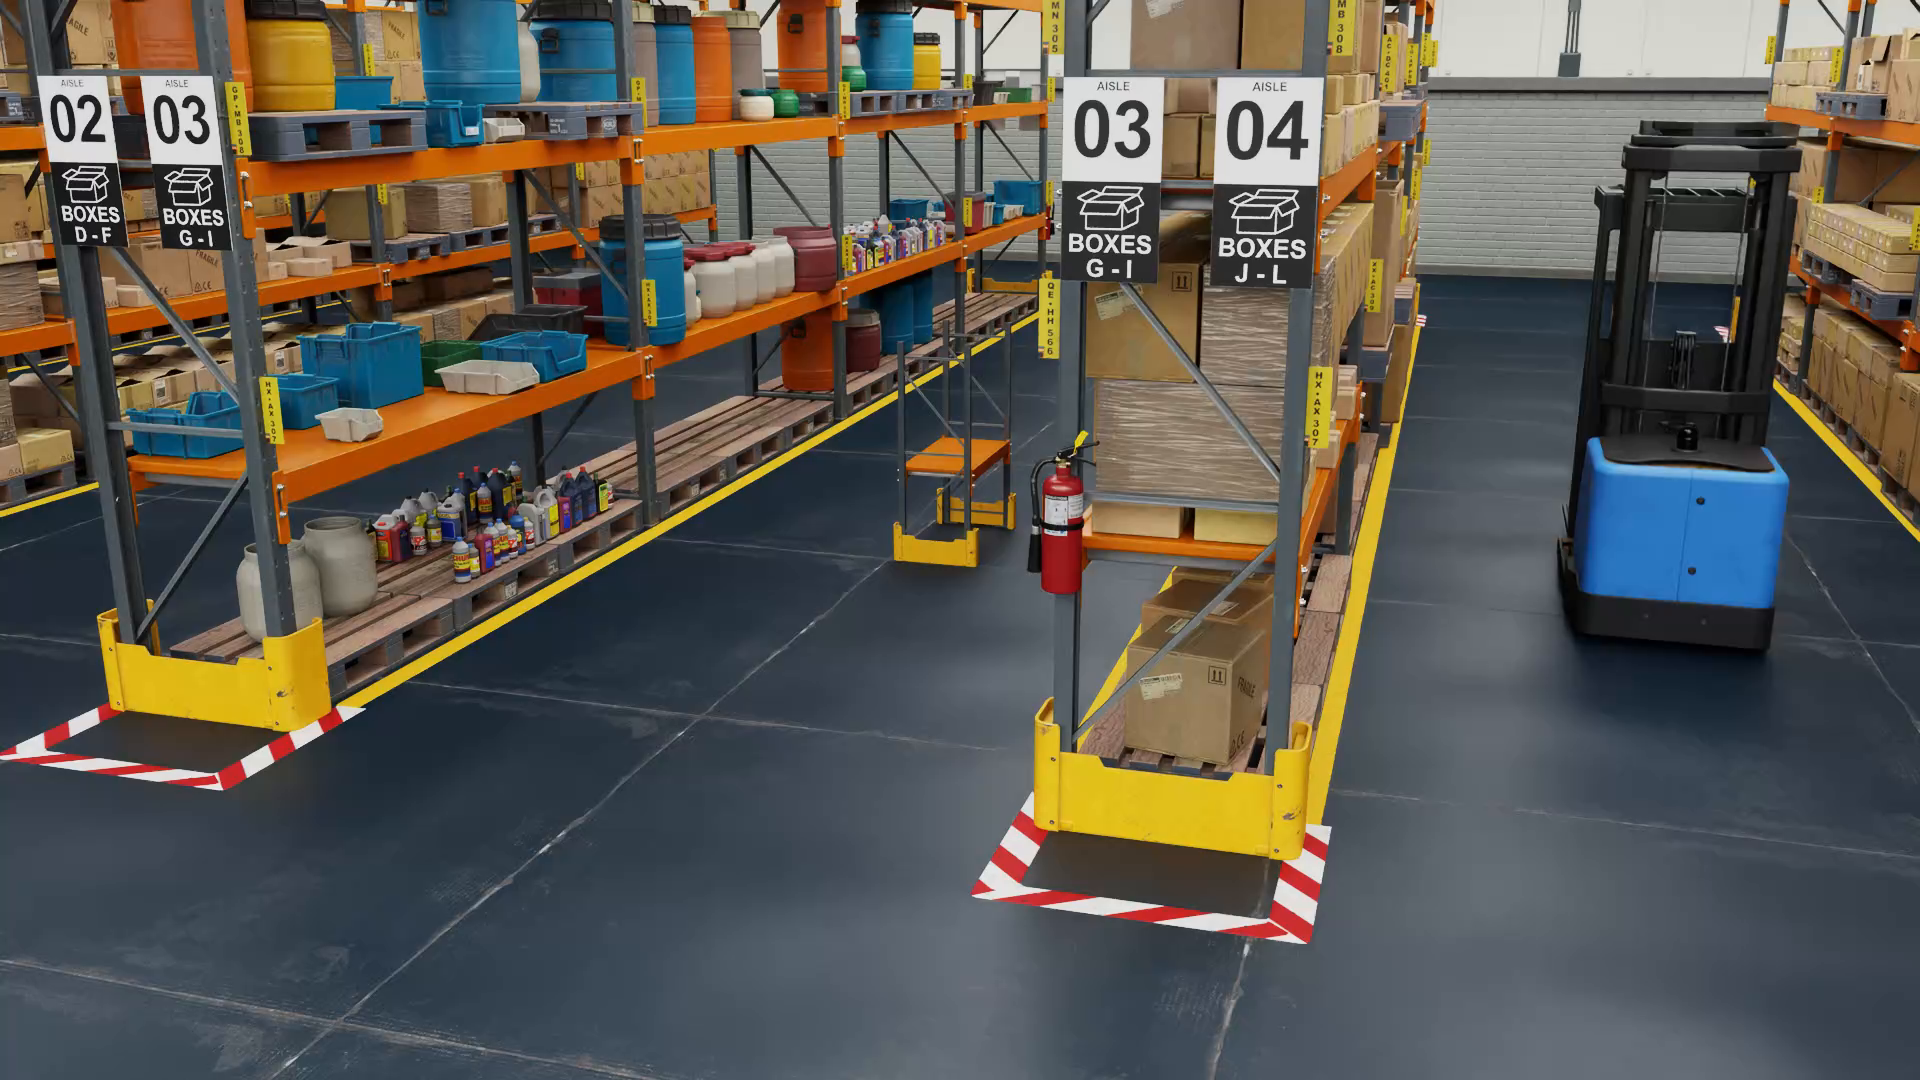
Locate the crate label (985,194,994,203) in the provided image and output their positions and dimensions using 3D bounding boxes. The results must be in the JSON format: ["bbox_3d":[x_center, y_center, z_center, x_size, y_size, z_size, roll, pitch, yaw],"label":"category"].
[{"bbox_3d":[0.312,-4.631,22.856,0.416,0.233,0.303,5,16,16],"label":"crate label"}]

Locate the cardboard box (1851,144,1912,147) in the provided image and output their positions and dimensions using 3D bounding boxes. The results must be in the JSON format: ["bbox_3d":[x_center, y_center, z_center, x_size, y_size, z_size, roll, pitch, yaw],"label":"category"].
[{"bbox_3d":[9.704,-3.918,17.584,0.500,0.500,0.500,5,17,17],"label":"cardboard box"}]

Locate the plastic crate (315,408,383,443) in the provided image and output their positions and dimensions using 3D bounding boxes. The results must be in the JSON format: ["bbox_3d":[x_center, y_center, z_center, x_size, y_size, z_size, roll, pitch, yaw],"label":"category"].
[{"bbox_3d":[-3.286,-0.618,8.994,0.298,0.136,0.250,5,16,16],"label":"plastic crate"}]

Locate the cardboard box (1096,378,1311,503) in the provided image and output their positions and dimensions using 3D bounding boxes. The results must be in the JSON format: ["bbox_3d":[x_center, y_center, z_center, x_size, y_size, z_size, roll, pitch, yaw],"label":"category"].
[{"bbox_3d":[1.082,-0.485,7.312,0.875,0.500,0.500,5,16,16],"label":"cardboard box"}]

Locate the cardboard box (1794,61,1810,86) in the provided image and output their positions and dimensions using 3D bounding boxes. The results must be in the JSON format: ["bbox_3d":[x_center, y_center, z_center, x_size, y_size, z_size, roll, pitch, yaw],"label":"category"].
[{"bbox_3d":[9.355,-5.043,17.973,0.500,0.250,0.500,4,16,14],"label":"cardboard box"}]

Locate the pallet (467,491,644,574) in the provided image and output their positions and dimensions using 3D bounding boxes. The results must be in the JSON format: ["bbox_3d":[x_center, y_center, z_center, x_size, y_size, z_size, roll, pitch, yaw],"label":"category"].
[{"bbox_3d":[-2.943,-0.068,11.683,1.003,0.211,1.213,5,16,16],"label":"pallet"}]

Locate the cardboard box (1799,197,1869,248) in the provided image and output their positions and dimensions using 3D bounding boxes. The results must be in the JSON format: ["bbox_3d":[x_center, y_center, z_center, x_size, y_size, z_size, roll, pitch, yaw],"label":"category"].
[{"bbox_3d":[8.903,-3.220,16.955,0.500,0.500,0.500,5,16,16],"label":"cardboard box"}]

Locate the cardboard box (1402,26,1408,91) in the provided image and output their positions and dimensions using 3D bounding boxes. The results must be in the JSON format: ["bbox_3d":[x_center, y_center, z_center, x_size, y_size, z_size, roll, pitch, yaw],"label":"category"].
[{"bbox_3d":[3.277,-3.832,13.246,0.500,0.500,0.500,5,17,17],"label":"cardboard box"}]

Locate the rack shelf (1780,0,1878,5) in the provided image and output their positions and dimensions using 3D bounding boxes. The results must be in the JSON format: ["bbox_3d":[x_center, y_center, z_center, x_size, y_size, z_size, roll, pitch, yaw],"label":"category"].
[{"bbox_3d":[9.605,-5.942,17.611,1.077,0.370,4.000,5,16,16],"label":"rack shelf"}]

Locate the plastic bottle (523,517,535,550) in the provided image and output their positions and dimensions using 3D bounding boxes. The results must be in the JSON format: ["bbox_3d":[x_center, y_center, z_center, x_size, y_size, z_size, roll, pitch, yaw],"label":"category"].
[{"bbox_3d":[-2.823,-0.047,10.819,0.097,0.201,0.097,0,16,0],"label":"plastic bottle"}]

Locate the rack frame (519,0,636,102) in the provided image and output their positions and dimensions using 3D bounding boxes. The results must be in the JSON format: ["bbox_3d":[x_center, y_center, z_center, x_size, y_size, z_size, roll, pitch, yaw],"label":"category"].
[{"bbox_3d":[-2.712,-4.468,11.092,1.000,3.000,0.127,5,16,16],"label":"rack frame"}]

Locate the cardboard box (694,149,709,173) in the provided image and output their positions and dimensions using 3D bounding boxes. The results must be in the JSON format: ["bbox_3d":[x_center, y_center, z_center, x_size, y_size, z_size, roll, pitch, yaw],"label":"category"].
[{"bbox_3d":[-3.913,-5.498,23.701,0.500,0.500,0.500,4,16,15],"label":"cardboard box"}]

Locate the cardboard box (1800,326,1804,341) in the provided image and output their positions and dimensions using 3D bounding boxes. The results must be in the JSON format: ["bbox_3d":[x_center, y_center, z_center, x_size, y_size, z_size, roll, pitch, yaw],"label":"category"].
[{"bbox_3d":[8.888,-2.110,17.136,0.380,0.149,0.250,5,17,17],"label":"cardboard box"}]

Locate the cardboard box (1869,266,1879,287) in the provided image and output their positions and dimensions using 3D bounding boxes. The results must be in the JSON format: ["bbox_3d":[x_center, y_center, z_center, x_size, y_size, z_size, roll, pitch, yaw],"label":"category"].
[{"bbox_3d":[7.672,-2.144,13.583,0.380,0.149,0.250,5,16,16],"label":"cardboard box"}]

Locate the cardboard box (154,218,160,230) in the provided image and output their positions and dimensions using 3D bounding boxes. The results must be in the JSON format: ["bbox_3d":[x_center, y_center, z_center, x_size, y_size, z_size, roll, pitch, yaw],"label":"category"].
[{"bbox_3d":[-10.080,-3.957,20.707,0.380,0.149,0.250,5,16,16],"label":"cardboard box"}]

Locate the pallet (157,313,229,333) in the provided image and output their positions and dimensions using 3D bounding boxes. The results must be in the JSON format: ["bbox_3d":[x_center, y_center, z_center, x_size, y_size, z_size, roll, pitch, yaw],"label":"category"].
[{"bbox_3d":[-10.085,-2.894,21.646,1.003,0.211,1.213,5,16,16],"label":"pallet"}]

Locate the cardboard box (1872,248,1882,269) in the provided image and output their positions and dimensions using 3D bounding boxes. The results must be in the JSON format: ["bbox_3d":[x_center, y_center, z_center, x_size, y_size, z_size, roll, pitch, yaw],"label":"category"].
[{"bbox_3d":[7.678,-2.292,13.560,0.380,0.149,0.250,5,17,18],"label":"cardboard box"}]

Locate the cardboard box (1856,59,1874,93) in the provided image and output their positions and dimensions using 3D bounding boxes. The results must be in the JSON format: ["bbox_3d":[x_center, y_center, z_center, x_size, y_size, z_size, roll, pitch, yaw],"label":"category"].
[{"bbox_3d":[8.585,-4.268,15.277,0.500,0.311,0.500,4,16,15],"label":"cardboard box"}]

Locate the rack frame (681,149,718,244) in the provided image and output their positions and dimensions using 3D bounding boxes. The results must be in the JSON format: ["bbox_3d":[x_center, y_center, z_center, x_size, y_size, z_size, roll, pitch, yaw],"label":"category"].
[{"bbox_3d":[-4.050,-5.107,24.337,1.000,3.000,0.127,5,16,16],"label":"rack frame"}]

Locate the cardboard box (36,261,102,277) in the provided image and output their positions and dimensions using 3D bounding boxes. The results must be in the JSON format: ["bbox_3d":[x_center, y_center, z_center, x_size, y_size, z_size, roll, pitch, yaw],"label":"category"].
[{"bbox_3d":[-10.484,-2.976,19.993,0.750,0.750,0.750,5,16,16],"label":"cardboard box"}]

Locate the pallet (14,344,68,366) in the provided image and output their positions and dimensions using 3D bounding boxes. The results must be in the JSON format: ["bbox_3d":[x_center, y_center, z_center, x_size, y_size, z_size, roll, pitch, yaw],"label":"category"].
[{"bbox_3d":[-10.778,-2.256,19.396,1.003,0.211,1.213,5,16,16],"label":"pallet"}]

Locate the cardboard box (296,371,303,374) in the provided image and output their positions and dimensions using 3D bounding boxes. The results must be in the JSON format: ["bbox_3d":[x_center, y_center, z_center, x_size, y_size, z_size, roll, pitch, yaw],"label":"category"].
[{"bbox_3d":[-6.528,-1.470,15.784,0.500,0.250,0.500,5,17,17],"label":"cardboard box"}]

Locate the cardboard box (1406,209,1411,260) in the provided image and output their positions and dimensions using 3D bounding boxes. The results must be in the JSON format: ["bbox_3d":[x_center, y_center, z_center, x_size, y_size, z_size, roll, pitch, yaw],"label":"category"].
[{"bbox_3d":[4.439,-3.196,17.416,0.500,0.500,0.500,5,16,16],"label":"cardboard box"}]

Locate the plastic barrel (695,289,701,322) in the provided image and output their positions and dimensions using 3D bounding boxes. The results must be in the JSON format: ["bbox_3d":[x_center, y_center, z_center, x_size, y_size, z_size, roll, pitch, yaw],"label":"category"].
[{"bbox_3d":[-2.189,-1.850,13.108,0.301,0.262,0.301,0,16,0],"label":"plastic barrel"}]

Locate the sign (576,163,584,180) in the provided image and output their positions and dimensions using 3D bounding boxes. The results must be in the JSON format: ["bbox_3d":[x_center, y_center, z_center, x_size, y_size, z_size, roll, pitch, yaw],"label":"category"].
[{"bbox_3d":[-4.654,-4.575,20.341,0.100,0.325,0.005,5,16,16],"label":"sign"}]

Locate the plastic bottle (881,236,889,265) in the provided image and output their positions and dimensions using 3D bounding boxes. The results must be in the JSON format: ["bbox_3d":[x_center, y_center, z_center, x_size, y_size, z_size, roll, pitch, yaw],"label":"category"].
[{"bbox_3d":[-0.771,-2.959,16.980,0.061,0.283,0.133,5,16,16],"label":"plastic bottle"}]

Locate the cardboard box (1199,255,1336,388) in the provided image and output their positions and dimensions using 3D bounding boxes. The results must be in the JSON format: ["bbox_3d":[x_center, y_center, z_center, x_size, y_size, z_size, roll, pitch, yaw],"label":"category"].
[{"bbox_3d":[1.317,-0.947,7.109,0.500,0.500,0.500,5,16,16],"label":"cardboard box"}]

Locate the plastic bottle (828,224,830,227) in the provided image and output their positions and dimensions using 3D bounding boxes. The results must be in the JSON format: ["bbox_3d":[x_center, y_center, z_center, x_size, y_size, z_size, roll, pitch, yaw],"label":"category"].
[{"bbox_3d":[-1.369,-3.165,17.580,0.144,0.351,0.185,5,16,16],"label":"plastic bottle"}]

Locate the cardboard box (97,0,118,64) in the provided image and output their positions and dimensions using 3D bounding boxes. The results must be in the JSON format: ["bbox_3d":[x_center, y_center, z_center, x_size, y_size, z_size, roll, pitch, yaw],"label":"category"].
[{"bbox_3d":[-7.108,-4.210,13.809,0.500,0.500,0.500,6,17,21],"label":"cardboard box"}]

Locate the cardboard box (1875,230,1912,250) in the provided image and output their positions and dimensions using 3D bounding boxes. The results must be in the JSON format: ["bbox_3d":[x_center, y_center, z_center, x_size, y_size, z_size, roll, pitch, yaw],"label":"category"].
[{"bbox_3d":[7.673,-2.430,13.501,0.380,0.149,0.250,4,16,15],"label":"cardboard box"}]

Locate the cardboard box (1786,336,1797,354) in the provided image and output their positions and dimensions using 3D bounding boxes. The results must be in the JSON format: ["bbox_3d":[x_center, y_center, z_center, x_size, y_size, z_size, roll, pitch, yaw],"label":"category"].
[{"bbox_3d":[8.886,-2.032,17.408,0.380,0.149,0.250,4,16,13],"label":"cardboard box"}]

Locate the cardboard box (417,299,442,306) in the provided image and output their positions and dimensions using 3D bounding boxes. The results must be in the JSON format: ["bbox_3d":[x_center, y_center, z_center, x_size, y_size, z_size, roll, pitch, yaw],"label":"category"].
[{"bbox_3d":[-6.136,-2.421,18.643,0.500,0.500,0.500,4,16,14],"label":"cardboard box"}]

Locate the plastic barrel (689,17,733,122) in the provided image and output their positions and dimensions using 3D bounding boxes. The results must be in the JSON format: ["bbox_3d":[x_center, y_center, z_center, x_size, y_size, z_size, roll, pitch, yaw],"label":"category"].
[{"bbox_3d":[-2.203,-3.909,13.830,0.600,0.830,0.708,5,16,16],"label":"plastic barrel"}]

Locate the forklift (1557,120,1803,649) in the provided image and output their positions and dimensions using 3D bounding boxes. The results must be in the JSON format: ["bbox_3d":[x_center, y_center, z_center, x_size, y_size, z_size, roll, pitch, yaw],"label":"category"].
[{"bbox_3d":[4.518,-1.153,10.523,1.130,2.935,3.031,5,17,16],"label":"forklift"}]

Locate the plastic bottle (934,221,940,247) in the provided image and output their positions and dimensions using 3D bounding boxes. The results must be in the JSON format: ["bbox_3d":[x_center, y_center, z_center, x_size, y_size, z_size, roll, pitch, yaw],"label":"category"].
[{"bbox_3d":[-0.263,-3.427,18.628,0.061,0.283,0.133,5,16,16],"label":"plastic bottle"}]

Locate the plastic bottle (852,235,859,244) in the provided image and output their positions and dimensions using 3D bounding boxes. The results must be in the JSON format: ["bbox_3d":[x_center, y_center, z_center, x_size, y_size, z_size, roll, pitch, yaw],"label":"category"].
[{"bbox_3d":[-1.140,-3.180,17.909,0.097,0.201,0.097,0,16,0],"label":"plastic bottle"}]

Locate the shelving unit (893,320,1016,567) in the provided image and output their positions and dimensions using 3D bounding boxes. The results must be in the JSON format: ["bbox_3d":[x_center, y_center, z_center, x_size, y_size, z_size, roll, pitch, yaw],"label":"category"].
[{"bbox_3d":[-0.022,-0.702,11.554,0.587,1.500,1.083,5,16,16],"label":"shelving unit"}]

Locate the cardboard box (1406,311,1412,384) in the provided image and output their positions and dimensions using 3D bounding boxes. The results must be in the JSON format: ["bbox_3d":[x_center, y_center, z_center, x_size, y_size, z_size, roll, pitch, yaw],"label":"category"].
[{"bbox_3d":[3.894,-2.068,16.748,1.225,0.875,0.875,4,16,14],"label":"cardboard box"}]

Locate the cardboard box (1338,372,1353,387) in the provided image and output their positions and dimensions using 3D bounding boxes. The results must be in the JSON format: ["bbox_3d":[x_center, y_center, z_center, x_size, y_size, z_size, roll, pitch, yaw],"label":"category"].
[{"bbox_3d":[2.177,-0.933,10.084,0.380,0.149,0.250,5,16,16],"label":"cardboard box"}]

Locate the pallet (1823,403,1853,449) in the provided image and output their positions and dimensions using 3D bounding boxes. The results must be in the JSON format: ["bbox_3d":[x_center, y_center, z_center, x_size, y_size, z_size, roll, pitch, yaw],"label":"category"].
[{"bbox_3d":[8.472,-1.014,15.019,1.003,0.211,1.213,5,16,16],"label":"pallet"}]

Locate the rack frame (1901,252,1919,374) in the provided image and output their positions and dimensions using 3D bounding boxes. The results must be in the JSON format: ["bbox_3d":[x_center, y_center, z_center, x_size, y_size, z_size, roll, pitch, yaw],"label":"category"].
[{"bbox_3d":[7.900,-1.833,12.796,1.000,3.000,0.127,5,16,16],"label":"rack frame"}]

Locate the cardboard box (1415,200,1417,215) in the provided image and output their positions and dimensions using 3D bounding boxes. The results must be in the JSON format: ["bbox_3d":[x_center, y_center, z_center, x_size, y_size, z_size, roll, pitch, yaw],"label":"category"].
[{"bbox_3d":[5.274,-3.995,20.148,0.500,0.250,0.500,4,16,14],"label":"cardboard box"}]

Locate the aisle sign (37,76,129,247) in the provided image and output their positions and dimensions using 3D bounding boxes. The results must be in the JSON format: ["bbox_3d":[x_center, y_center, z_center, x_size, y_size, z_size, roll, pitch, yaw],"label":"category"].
[{"bbox_3d":[-4.154,-1.791,7.881,0.394,0.787,0.004,5,16,16],"label":"aisle sign"}]

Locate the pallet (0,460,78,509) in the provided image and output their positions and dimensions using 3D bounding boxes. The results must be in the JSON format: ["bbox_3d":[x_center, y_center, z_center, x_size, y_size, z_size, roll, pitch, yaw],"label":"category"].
[{"bbox_3d":[-7.727,-0.421,12.926,1.003,0.211,1.213,5,16,16],"label":"pallet"}]

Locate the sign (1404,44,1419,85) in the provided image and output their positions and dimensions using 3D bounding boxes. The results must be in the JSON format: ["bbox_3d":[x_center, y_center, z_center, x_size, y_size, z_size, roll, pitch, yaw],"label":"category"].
[{"bbox_3d":[3.693,-3.894,13.616,0.100,0.325,0.005,5,16,16],"label":"sign"}]

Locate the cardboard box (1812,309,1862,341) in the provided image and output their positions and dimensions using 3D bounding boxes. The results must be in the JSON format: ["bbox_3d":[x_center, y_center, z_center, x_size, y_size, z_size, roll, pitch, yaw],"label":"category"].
[{"bbox_3d":[8.573,-2.067,16.058,0.500,0.250,0.500,4,16,13],"label":"cardboard box"}]

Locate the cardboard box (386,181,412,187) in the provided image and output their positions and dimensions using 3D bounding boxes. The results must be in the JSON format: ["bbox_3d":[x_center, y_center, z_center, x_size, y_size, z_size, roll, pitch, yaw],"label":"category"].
[{"bbox_3d":[-8.936,-5.500,25.173,0.980,0.700,0.700,5,17,18],"label":"cardboard box"}]

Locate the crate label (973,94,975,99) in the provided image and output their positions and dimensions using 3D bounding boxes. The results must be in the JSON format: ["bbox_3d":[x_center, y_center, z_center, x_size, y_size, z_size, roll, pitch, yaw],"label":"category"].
[{"bbox_3d":[-0.023,-5.097,19.288,0.293,0.136,0.466,5,16,16],"label":"crate label"}]

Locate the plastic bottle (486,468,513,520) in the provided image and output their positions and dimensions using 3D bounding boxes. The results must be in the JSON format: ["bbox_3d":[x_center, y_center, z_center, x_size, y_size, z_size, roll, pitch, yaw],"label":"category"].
[{"bbox_3d":[-3.201,-0.329,11.541,0.144,0.351,0.185,5,16,16],"label":"plastic bottle"}]

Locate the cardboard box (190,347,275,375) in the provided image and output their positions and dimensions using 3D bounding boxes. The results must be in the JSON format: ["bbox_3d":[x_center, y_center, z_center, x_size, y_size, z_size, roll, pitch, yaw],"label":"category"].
[{"bbox_3d":[-6.669,-1.607,15.241,0.500,0.311,0.500,5,17,17],"label":"cardboard box"}]

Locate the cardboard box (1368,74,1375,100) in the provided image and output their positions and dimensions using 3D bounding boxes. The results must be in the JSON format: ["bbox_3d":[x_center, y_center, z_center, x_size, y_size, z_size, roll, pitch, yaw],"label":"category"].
[{"bbox_3d":[2.221,-2.653,9.734,0.380,0.149,0.250,5,17,18],"label":"cardboard box"}]

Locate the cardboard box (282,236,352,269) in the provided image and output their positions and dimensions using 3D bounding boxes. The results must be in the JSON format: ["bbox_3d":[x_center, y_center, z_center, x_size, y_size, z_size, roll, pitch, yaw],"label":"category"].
[{"bbox_3d":[-6.469,-2.879,16.646,0.500,0.311,0.500,6,17,19],"label":"cardboard box"}]

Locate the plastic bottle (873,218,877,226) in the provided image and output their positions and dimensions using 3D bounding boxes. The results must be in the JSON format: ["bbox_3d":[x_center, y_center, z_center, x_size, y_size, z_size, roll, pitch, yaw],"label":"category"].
[{"bbox_3d":[-0.990,-3.521,18.961,0.061,0.283,0.133,5,16,16],"label":"plastic bottle"}]

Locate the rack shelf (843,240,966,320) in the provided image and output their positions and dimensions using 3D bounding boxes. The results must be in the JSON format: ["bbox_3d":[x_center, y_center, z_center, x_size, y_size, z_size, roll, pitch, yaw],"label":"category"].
[{"bbox_3d":[-1.007,-2.806,17.543,1.077,0.370,4.000,5,16,16],"label":"rack shelf"}]

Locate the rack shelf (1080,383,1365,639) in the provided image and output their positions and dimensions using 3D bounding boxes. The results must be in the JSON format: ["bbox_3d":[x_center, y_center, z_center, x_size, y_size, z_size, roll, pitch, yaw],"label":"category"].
[{"bbox_3d":[1.468,-0.329,8.810,1.077,0.370,4.000,5,16,16],"label":"rack shelf"}]
